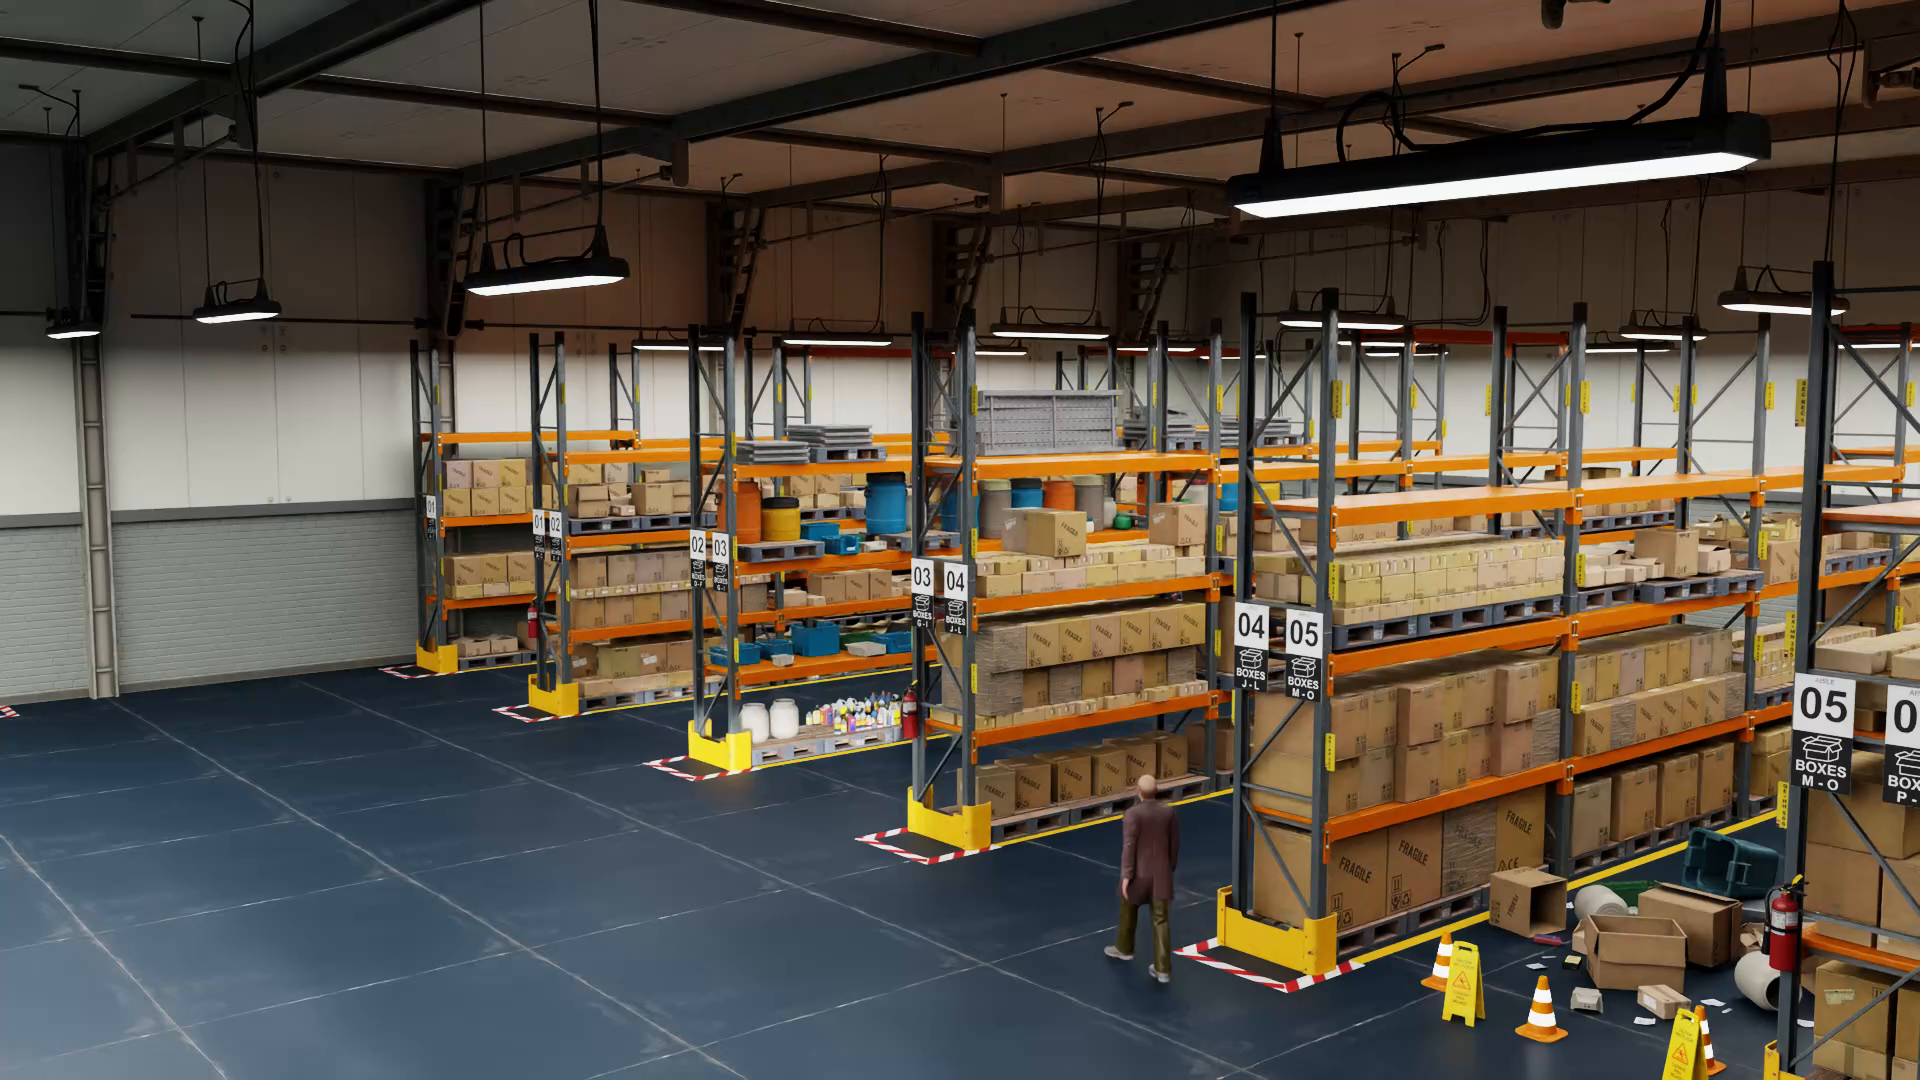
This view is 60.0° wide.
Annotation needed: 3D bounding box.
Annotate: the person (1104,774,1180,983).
[{"bbox_3d":[1.644,2.925,14.657,0.618,1.734,0.996,-1,5,-14],"label":"person"}]
